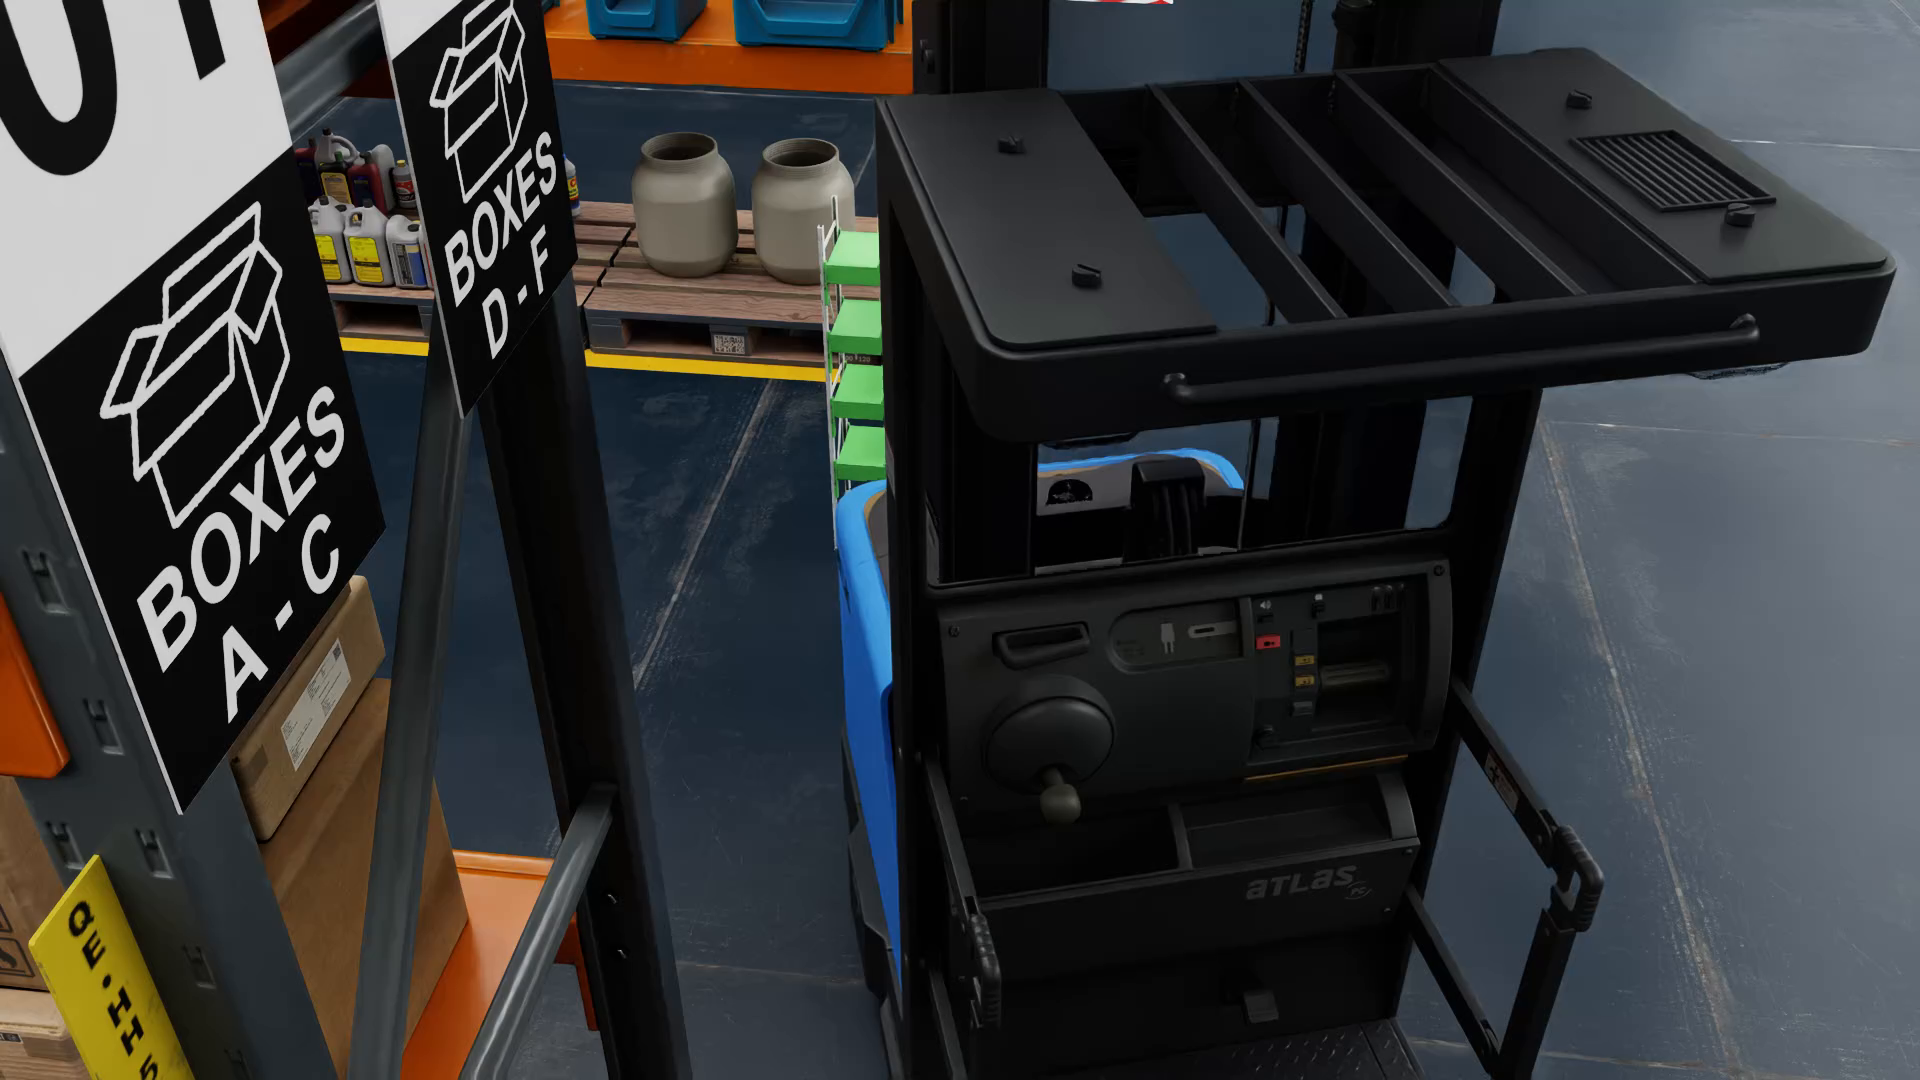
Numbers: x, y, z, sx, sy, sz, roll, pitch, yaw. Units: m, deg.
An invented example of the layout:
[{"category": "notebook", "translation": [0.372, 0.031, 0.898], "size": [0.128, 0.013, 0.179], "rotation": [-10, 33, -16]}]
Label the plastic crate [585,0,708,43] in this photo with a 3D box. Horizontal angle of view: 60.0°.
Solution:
[{"category": "plastic crate", "translation": [-1.158, -2.043, 6.159], "size": [0.408, 0.251, 0.499], "rotation": [4, 36, 6]}]

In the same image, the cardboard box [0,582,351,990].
[{"category": "cardboard box", "translation": [-1.129, 0.051, 1.893], "size": [0.500, 0.500, 0.700], "rotation": [4, 36, 6]}]

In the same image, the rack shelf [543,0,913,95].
[{"category": "rack shelf", "translation": [-1.964, -2.043, 6.650], "size": [4.000, 0.370, 1.077], "rotation": [4, 36, 6]}]

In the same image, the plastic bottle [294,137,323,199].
[{"category": "plastic bottle", "translation": [-2.915, -1.674, 7.472], "size": [0.133, 0.283, 0.061], "rotation": [7, 36, 9]}]

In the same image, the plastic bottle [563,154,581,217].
[{"category": "plastic bottle", "translation": [-1.739, -1.570, 7.338], "size": [0.097, 0.271, 0.097], "rotation": [0, 36, 0]}]

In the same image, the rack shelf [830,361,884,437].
[{"category": "rack shelf", "translation": [-0.164, -0.449, 5.456], "size": [0.480, 0.148, 0.258], "rotation": [4, 36, 6]}]

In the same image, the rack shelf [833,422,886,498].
[{"category": "rack shelf", "translation": [-0.164, -0.253, 5.595], "size": [0.480, 0.148, 0.258], "rotation": [4, 36, 6]}]

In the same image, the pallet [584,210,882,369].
[{"category": "pallet", "translation": [-0.867, -1.095, 7.102], "size": [1.213, 0.211, 1.003], "rotation": [4, 36, 6]}]

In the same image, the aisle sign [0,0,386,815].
[{"category": "aisle sign", "translation": [-0.587, -0.218, 1.236], "size": [0.004, 0.787, 0.394], "rotation": [4, 36, 6]}]

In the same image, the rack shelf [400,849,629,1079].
[{"category": "rack shelf", "translation": [-2.599, 0.811, 2.651], "size": [4.000, 0.370, 1.077], "rotation": [4, 36, 6]}]

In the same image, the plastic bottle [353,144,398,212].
[{"category": "plastic bottle", "translation": [-2.601, -1.620, 7.404], "size": [0.135, 0.276, 0.152], "rotation": [5, 36, 7]}]

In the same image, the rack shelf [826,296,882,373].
[{"category": "rack shelf", "translation": [-0.164, -0.644, 5.316], "size": [0.480, 0.148, 0.258], "rotation": [4, 36, 6]}]

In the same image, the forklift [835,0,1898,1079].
[{"category": "forklift", "translation": [0.470, 0.325, 2.771], "size": [1.130, 2.935, 3.031], "rotation": [-7, 36, -9]}]

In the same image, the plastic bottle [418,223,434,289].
[{"category": "plastic bottle", "translation": [-2.104, -1.176, 6.782], "size": [0.135, 0.276, 0.152], "rotation": [5, 36, 6]}]

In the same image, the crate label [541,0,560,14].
[{"category": "crate label", "translation": [-1.840, -2.183, 6.196], "size": [0.616, 0.435, 0.502], "rotation": [4, 36, 6]}]

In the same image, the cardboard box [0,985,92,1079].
[{"category": "cardboard box", "translation": [-1.018, 0.443, 1.903], "size": [0.250, 0.149, 0.380], "rotation": [4, 36, 5]}]

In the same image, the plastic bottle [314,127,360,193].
[{"category": "plastic bottle", "translation": [-2.761, -1.665, 7.403], "size": [0.185, 0.351, 0.144], "rotation": [4, 36, 6]}]

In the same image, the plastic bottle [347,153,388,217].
[{"category": "plastic bottle", "translation": [-2.614, -1.562, 7.316], "size": [0.133, 0.283, 0.061], "rotation": [4, 36, 6]}]

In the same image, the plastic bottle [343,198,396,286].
[{"category": "plastic bottle", "translation": [-2.407, -1.227, 6.788], "size": [0.185, 0.351, 0.144], "rotation": [6, 36, 8]}]

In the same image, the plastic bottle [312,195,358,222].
[{"category": "plastic bottle", "translation": [-2.597, -1.297, 6.952], "size": [0.135, 0.276, 0.152], "rotation": [4, 36, 6]}]

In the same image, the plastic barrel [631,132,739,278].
[{"category": "plastic barrel", "translation": [-1.140, -1.388, 6.893], "size": [0.421, 0.512, 0.421], "rotation": [0, 36, 0]}]

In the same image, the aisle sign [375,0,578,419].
[{"category": "aisle sign", "translation": [-0.511, -0.564, 1.720], "size": [0.004, 0.787, 0.394], "rotation": [4, 36, 6]}]

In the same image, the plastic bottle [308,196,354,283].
[{"category": "plastic bottle", "translation": [-2.591, -1.241, 6.808], "size": [0.185, 0.351, 0.144], "rotation": [4, 36, 6]}]

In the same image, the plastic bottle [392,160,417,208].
[{"category": "plastic bottle", "translation": [-2.480, -1.597, 7.436], "size": [0.097, 0.201, 0.097], "rotation": [0, 36, 0]}]

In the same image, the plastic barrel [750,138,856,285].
[{"category": "plastic barrel", "translation": [-0.643, -1.351, 6.841], "size": [0.421, 0.512, 0.421], "rotation": [0, 36, 0]}]

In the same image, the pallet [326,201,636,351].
[{"category": "pallet", "translation": [-2.073, -1.186, 7.231], "size": [1.213, 0.211, 1.003], "rotation": [4, 36, 6]}]

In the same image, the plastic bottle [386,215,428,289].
[{"category": "plastic bottle", "translation": [-2.242, -1.186, 6.796], "size": [0.135, 0.276, 0.152], "rotation": [3, 36, 5]}]

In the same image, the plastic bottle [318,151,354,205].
[{"category": "plastic bottle", "translation": [-2.749, -1.577, 7.337], "size": [0.133, 0.283, 0.061], "rotation": [4, 36, 6]}]

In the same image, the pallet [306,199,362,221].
[{"category": "pallet", "translation": [-3.287, -1.275, 7.355], "size": [1.213, 0.211, 1.003], "rotation": [4, 36, 6]}]

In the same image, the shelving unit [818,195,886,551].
[{"category": "shelving unit", "translation": [-0.164, -0.501, 5.419], "size": [0.503, 1.200, 0.258], "rotation": [4, 36, 6]}]

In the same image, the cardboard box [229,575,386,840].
[{"category": "cardboard box", "translation": [-0.977, 0.208, 2.232], "size": [0.250, 0.149, 0.380], "rotation": [4, 36, 6]}]

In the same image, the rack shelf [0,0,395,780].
[{"category": "rack shelf", "translation": [-2.599, -0.410, 1.780], "size": [4.000, 0.370, 1.077], "rotation": [4, 36, 6]}]

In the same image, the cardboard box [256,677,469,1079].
[{"category": "cardboard box", "translation": [-1.076, 0.583, 2.265], "size": [0.500, 0.500, 0.700], "rotation": [4, 36, 6]}]

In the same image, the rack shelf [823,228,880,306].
[{"category": "rack shelf", "translation": [-0.164, -0.839, 5.177], "size": [0.480, 0.148, 0.258], "rotation": [4, 36, 6]}]

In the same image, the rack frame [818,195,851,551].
[{"category": "rack frame", "translation": [-0.406, -0.519, 5.444], "size": [0.015, 1.200, 0.240], "rotation": [4, 36, 6]}]

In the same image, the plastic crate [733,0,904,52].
[{"category": "plastic crate", "translation": [-0.515, -1.992, 6.087], "size": [0.616, 0.251, 0.499], "rotation": [4, 36, 6]}]

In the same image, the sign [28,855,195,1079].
[{"category": "sign", "translation": [-0.698, 0.410, 1.393], "size": [0.005, 0.325, 0.100], "rotation": [4, 36, 6]}]

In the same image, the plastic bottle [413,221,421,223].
[{"category": "plastic bottle", "translation": [-2.244, -1.229, 6.921], "size": [0.097, 0.201, 0.097], "rotation": [0, 36, 0]}]
